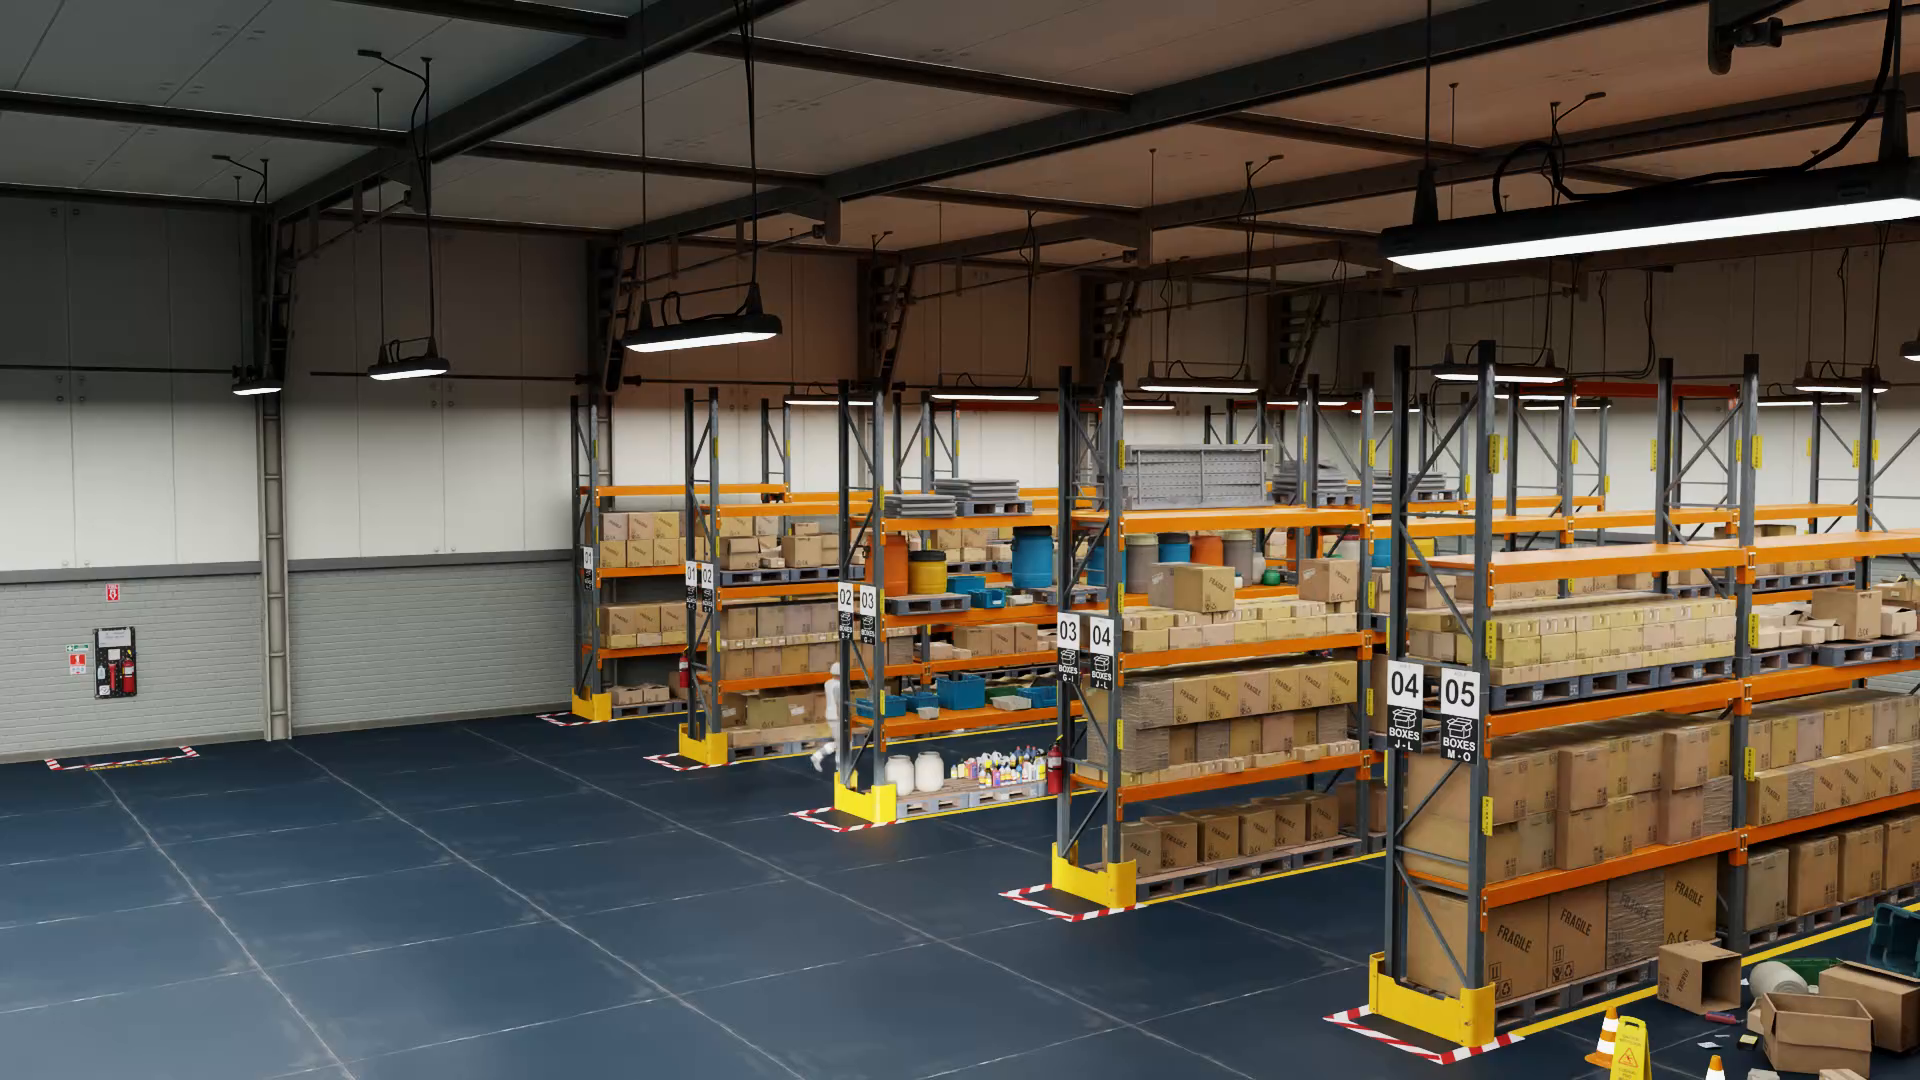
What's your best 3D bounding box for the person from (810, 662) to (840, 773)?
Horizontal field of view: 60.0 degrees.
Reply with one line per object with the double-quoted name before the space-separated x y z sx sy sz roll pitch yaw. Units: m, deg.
"person" -1.928 2.742 25.331 0.726 1.779 0.539 0 3 -4
